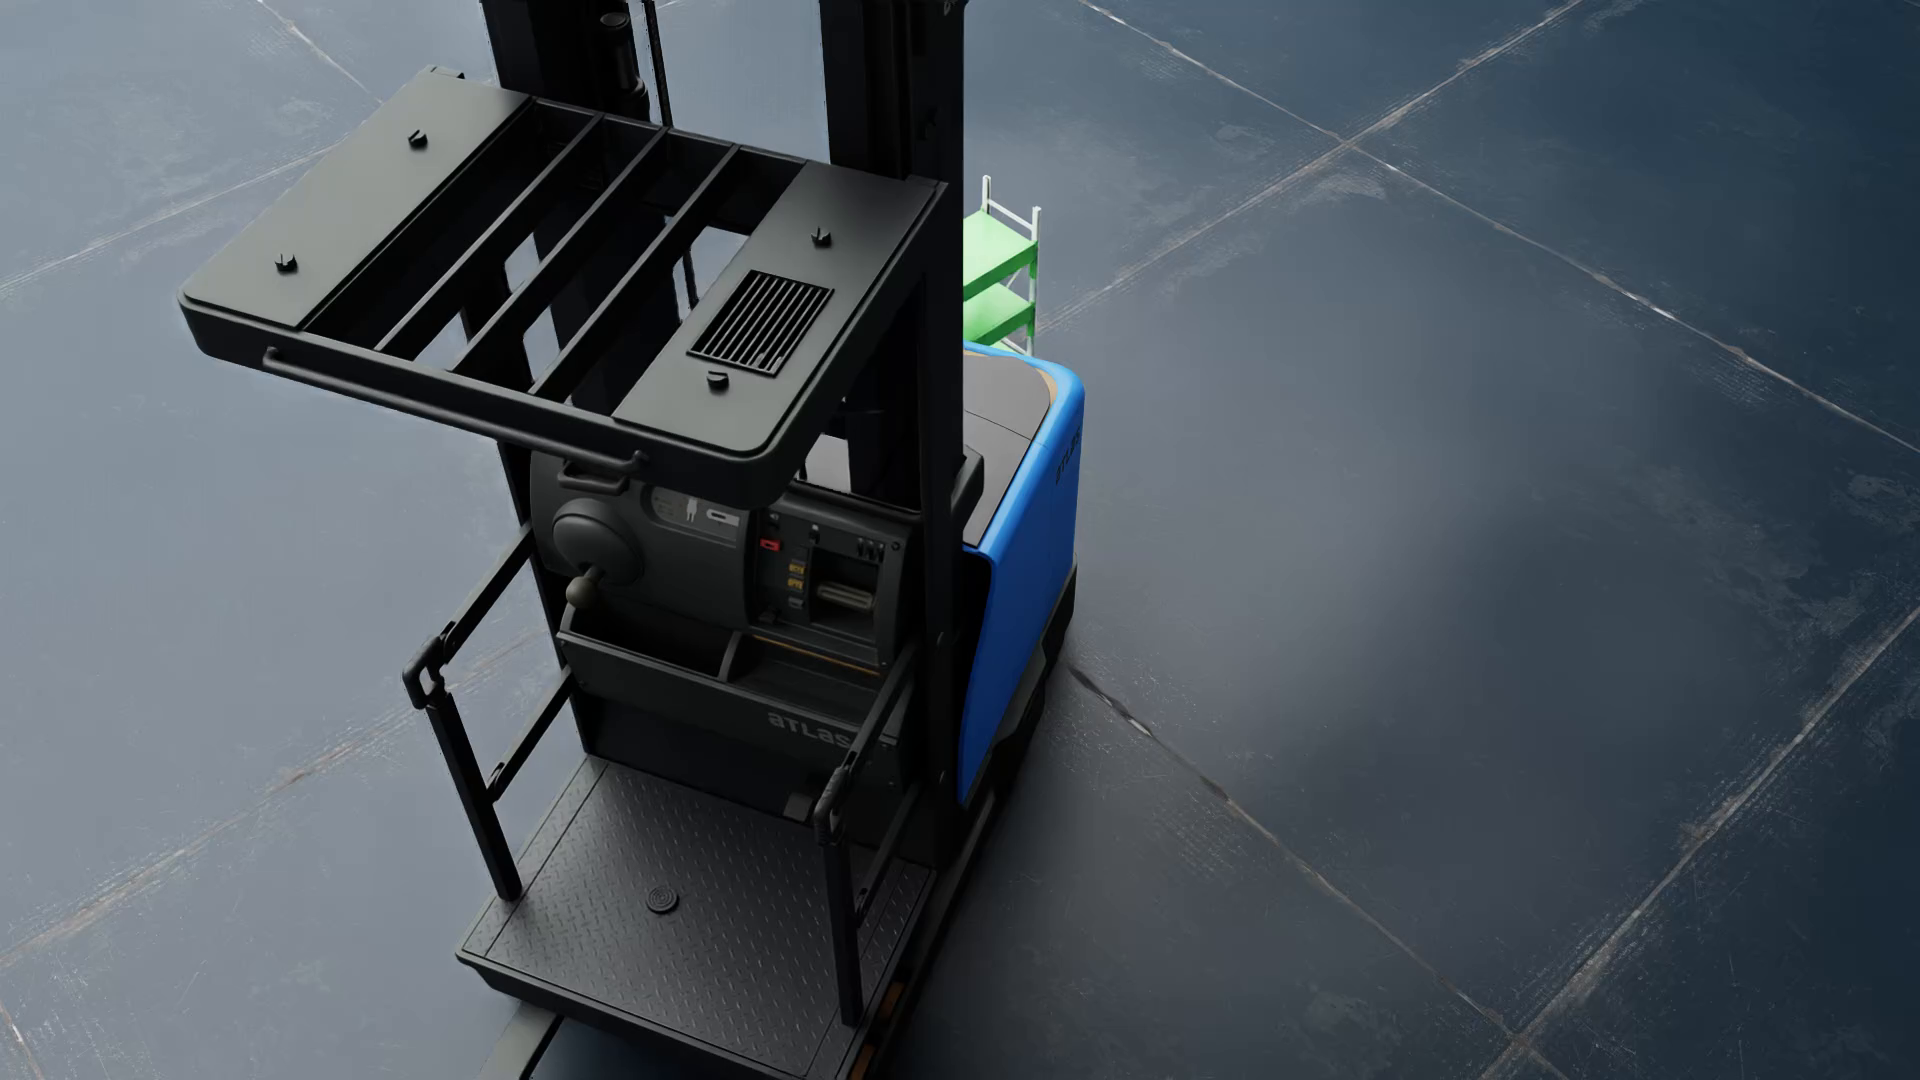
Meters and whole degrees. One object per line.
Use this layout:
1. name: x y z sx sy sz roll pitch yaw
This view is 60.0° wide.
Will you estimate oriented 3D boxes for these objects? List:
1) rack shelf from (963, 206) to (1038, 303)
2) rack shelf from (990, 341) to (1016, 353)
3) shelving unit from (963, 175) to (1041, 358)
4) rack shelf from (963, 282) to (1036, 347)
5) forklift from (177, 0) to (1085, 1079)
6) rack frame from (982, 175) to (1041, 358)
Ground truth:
1. rack shelf: -0.019 -0.817 5.122 0.480 0.148 0.258 -35 56 -28
2. rack shelf: -0.019 -0.492 5.474 0.480 0.148 0.258 -35 56 -28
3. shelving unit: -0.019 -0.535 5.427 0.503 1.200 0.258 -35 56 -28
4. rack shelf: -0.019 -0.655 5.298 0.480 0.148 0.258 -35 56 -28
5. forklift: -0.634 0.130 3.636 1.130 2.935 3.031 16 49 14
6. rack frame: 0.158 -0.659 5.541 0.015 1.200 0.240 -35 56 -28
